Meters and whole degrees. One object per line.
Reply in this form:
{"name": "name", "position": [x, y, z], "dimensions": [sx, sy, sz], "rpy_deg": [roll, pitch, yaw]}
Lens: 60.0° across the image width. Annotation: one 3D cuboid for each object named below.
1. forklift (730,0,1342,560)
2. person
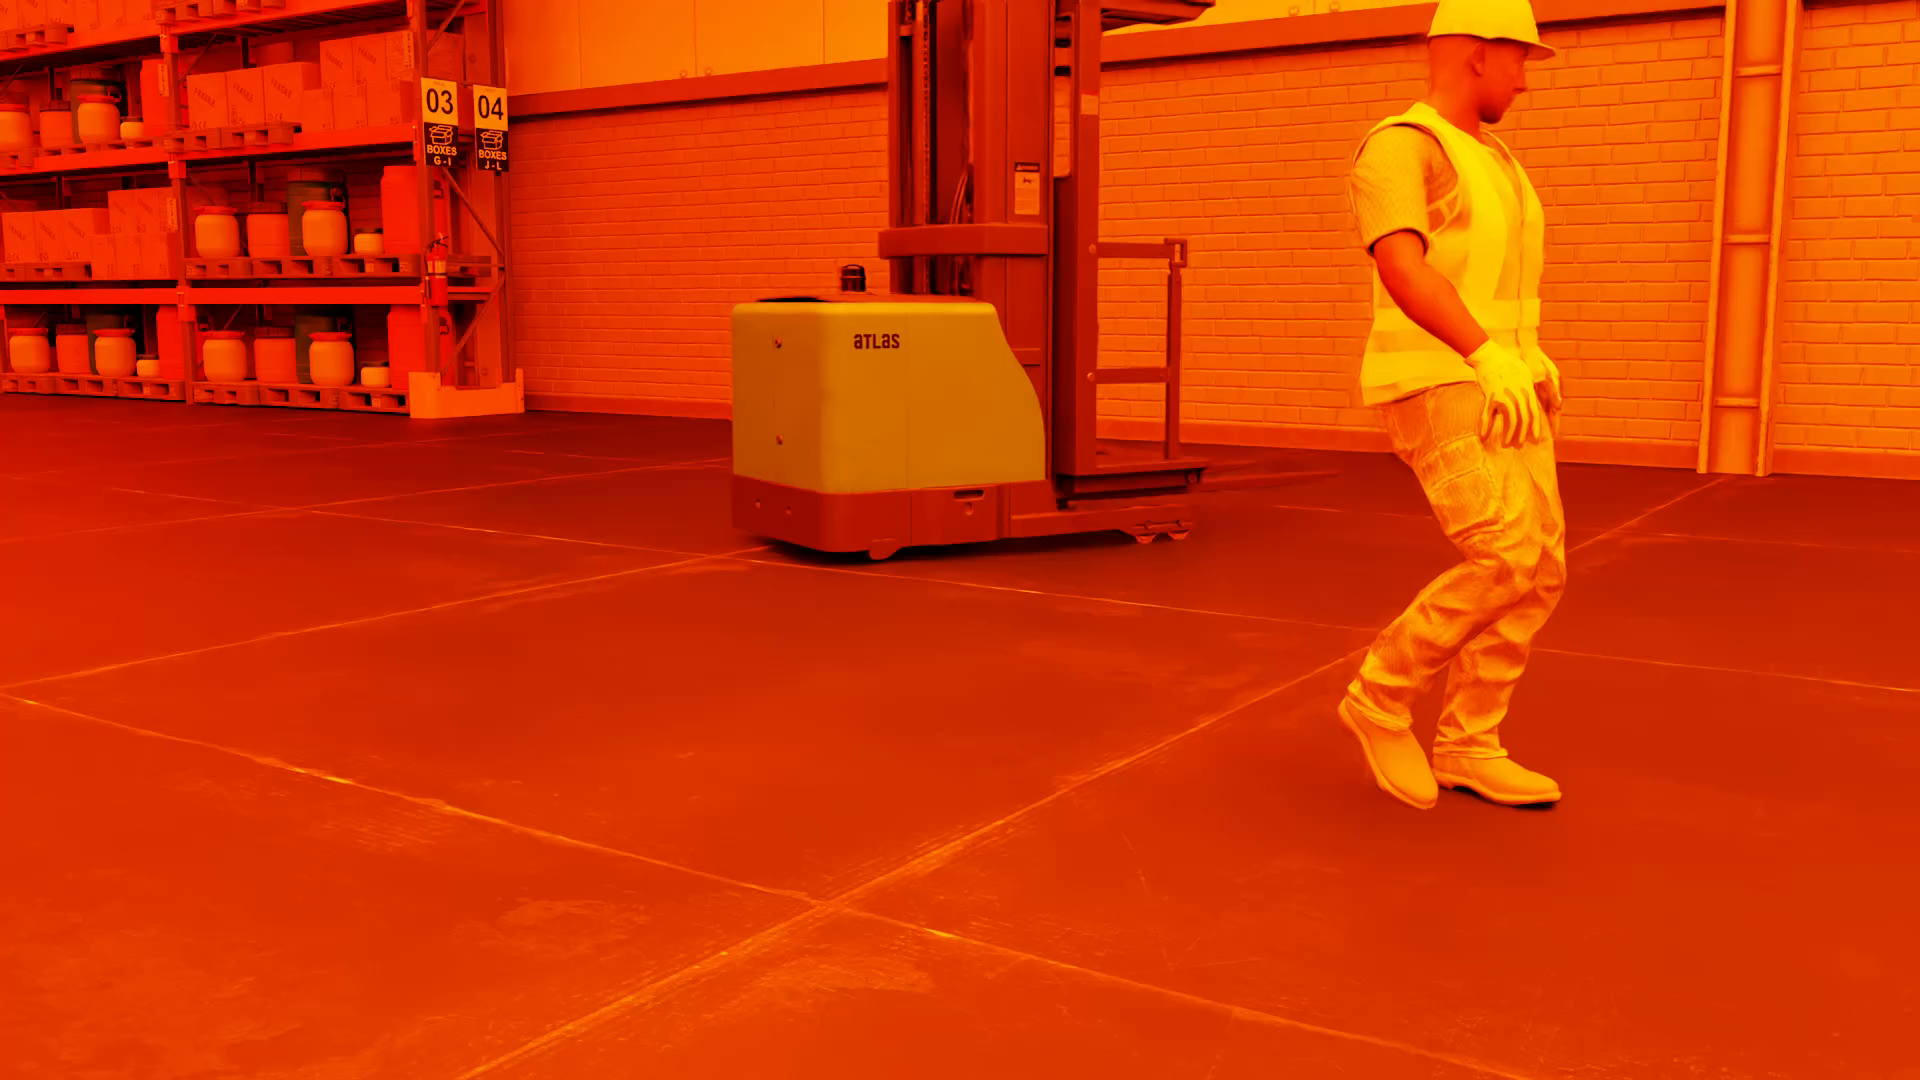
{"name": "forklift", "position": [0.482, -1.500, 7.739], "dimensions": [3.031, 2.935, 1.130], "rpy_deg": [-5, 10, -32]}
{"name": "person", "position": [1.142, -0.312, 3.609], "dimensions": [0.488, 1.750, 0.805], "rpy_deg": [8, 11, 44]}
